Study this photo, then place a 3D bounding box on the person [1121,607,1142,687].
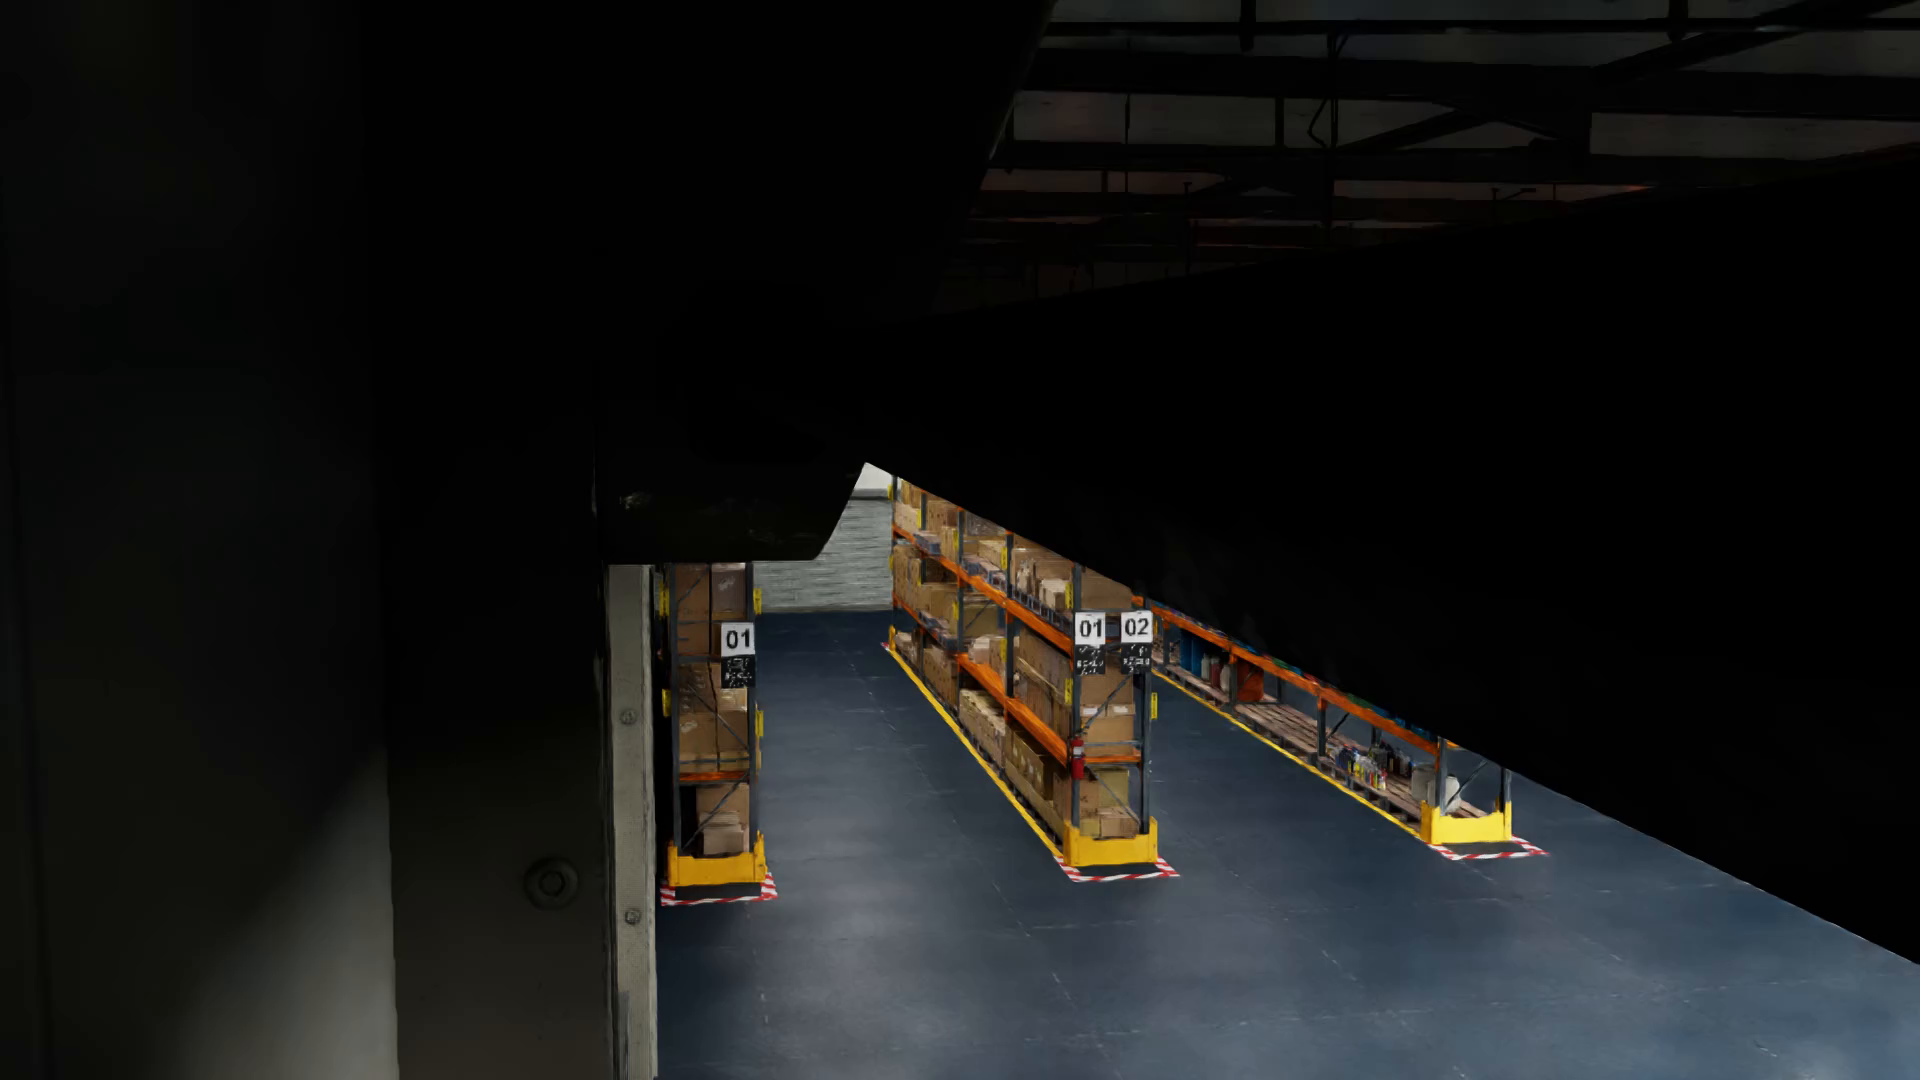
[{"bbox_3d":[3.345,2.073,32.161,0.625,1.596,0.517,-1,6,-12],"label":"person"}]
